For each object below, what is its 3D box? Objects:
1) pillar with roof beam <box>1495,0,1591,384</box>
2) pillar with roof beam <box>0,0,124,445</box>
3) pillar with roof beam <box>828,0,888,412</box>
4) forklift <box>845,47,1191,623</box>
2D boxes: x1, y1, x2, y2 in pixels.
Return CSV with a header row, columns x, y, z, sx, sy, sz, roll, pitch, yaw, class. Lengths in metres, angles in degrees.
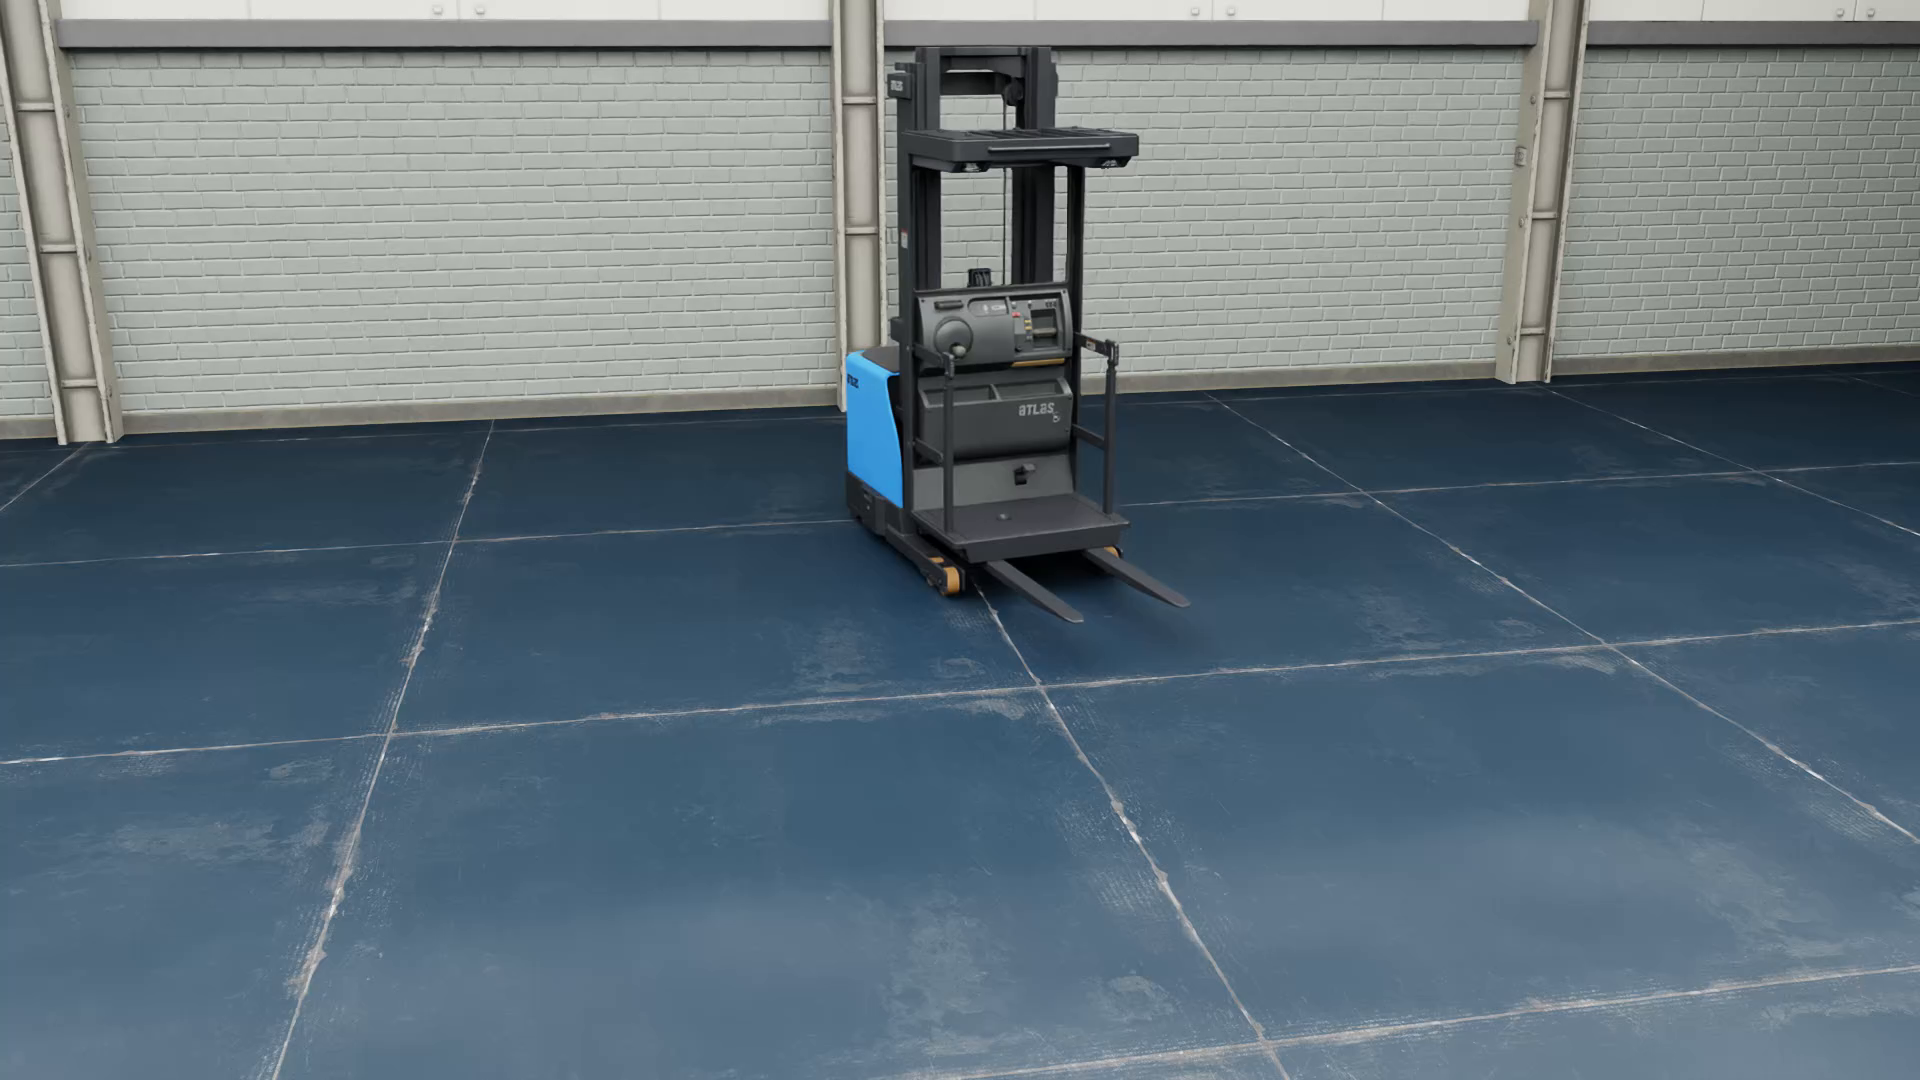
x,y,z,sx,sy,sz,roll,pitch,yaw,class
5.893,-4.509,9.666,0.400,9.000,9.100,-3,17,-10,pillar with roof beam
-5.889,-3.841,7.490,0.400,9.000,9.100,-3,17,-10,pillar with roof beam
0.002,-4.175,8.578,0.400,9.000,9.100,-3,17,-10,pillar with roof beam
0.292,-1.228,9.319,1.130,2.935,3.031,-7,18,-21,forklift
